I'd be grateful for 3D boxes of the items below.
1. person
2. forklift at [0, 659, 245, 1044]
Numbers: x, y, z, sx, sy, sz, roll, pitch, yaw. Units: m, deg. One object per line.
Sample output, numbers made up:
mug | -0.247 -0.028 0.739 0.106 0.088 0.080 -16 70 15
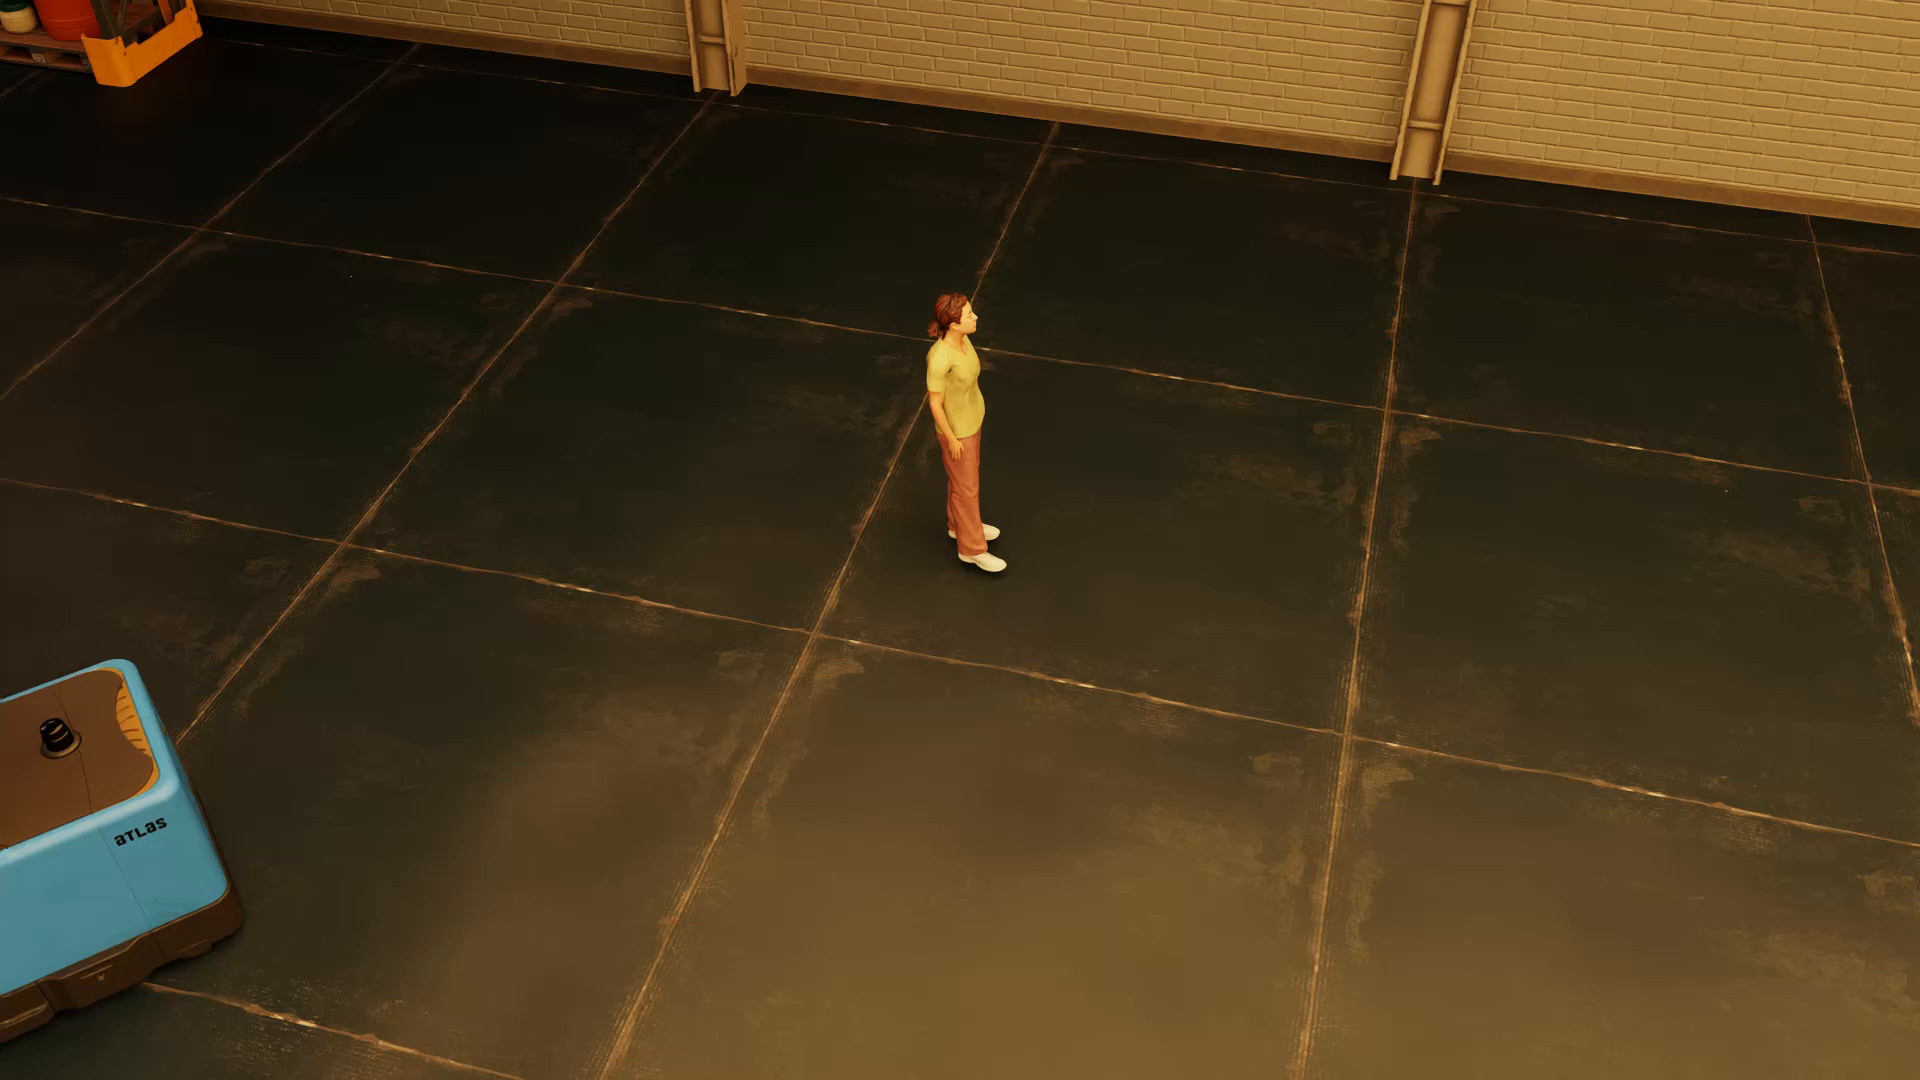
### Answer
person | 0.069 -0.646 9.478 0.547 1.673 0.553 10 42 11
forklift | -4.923 1.036 6.680 3.031 2.935 1.130 -23 46 -24
